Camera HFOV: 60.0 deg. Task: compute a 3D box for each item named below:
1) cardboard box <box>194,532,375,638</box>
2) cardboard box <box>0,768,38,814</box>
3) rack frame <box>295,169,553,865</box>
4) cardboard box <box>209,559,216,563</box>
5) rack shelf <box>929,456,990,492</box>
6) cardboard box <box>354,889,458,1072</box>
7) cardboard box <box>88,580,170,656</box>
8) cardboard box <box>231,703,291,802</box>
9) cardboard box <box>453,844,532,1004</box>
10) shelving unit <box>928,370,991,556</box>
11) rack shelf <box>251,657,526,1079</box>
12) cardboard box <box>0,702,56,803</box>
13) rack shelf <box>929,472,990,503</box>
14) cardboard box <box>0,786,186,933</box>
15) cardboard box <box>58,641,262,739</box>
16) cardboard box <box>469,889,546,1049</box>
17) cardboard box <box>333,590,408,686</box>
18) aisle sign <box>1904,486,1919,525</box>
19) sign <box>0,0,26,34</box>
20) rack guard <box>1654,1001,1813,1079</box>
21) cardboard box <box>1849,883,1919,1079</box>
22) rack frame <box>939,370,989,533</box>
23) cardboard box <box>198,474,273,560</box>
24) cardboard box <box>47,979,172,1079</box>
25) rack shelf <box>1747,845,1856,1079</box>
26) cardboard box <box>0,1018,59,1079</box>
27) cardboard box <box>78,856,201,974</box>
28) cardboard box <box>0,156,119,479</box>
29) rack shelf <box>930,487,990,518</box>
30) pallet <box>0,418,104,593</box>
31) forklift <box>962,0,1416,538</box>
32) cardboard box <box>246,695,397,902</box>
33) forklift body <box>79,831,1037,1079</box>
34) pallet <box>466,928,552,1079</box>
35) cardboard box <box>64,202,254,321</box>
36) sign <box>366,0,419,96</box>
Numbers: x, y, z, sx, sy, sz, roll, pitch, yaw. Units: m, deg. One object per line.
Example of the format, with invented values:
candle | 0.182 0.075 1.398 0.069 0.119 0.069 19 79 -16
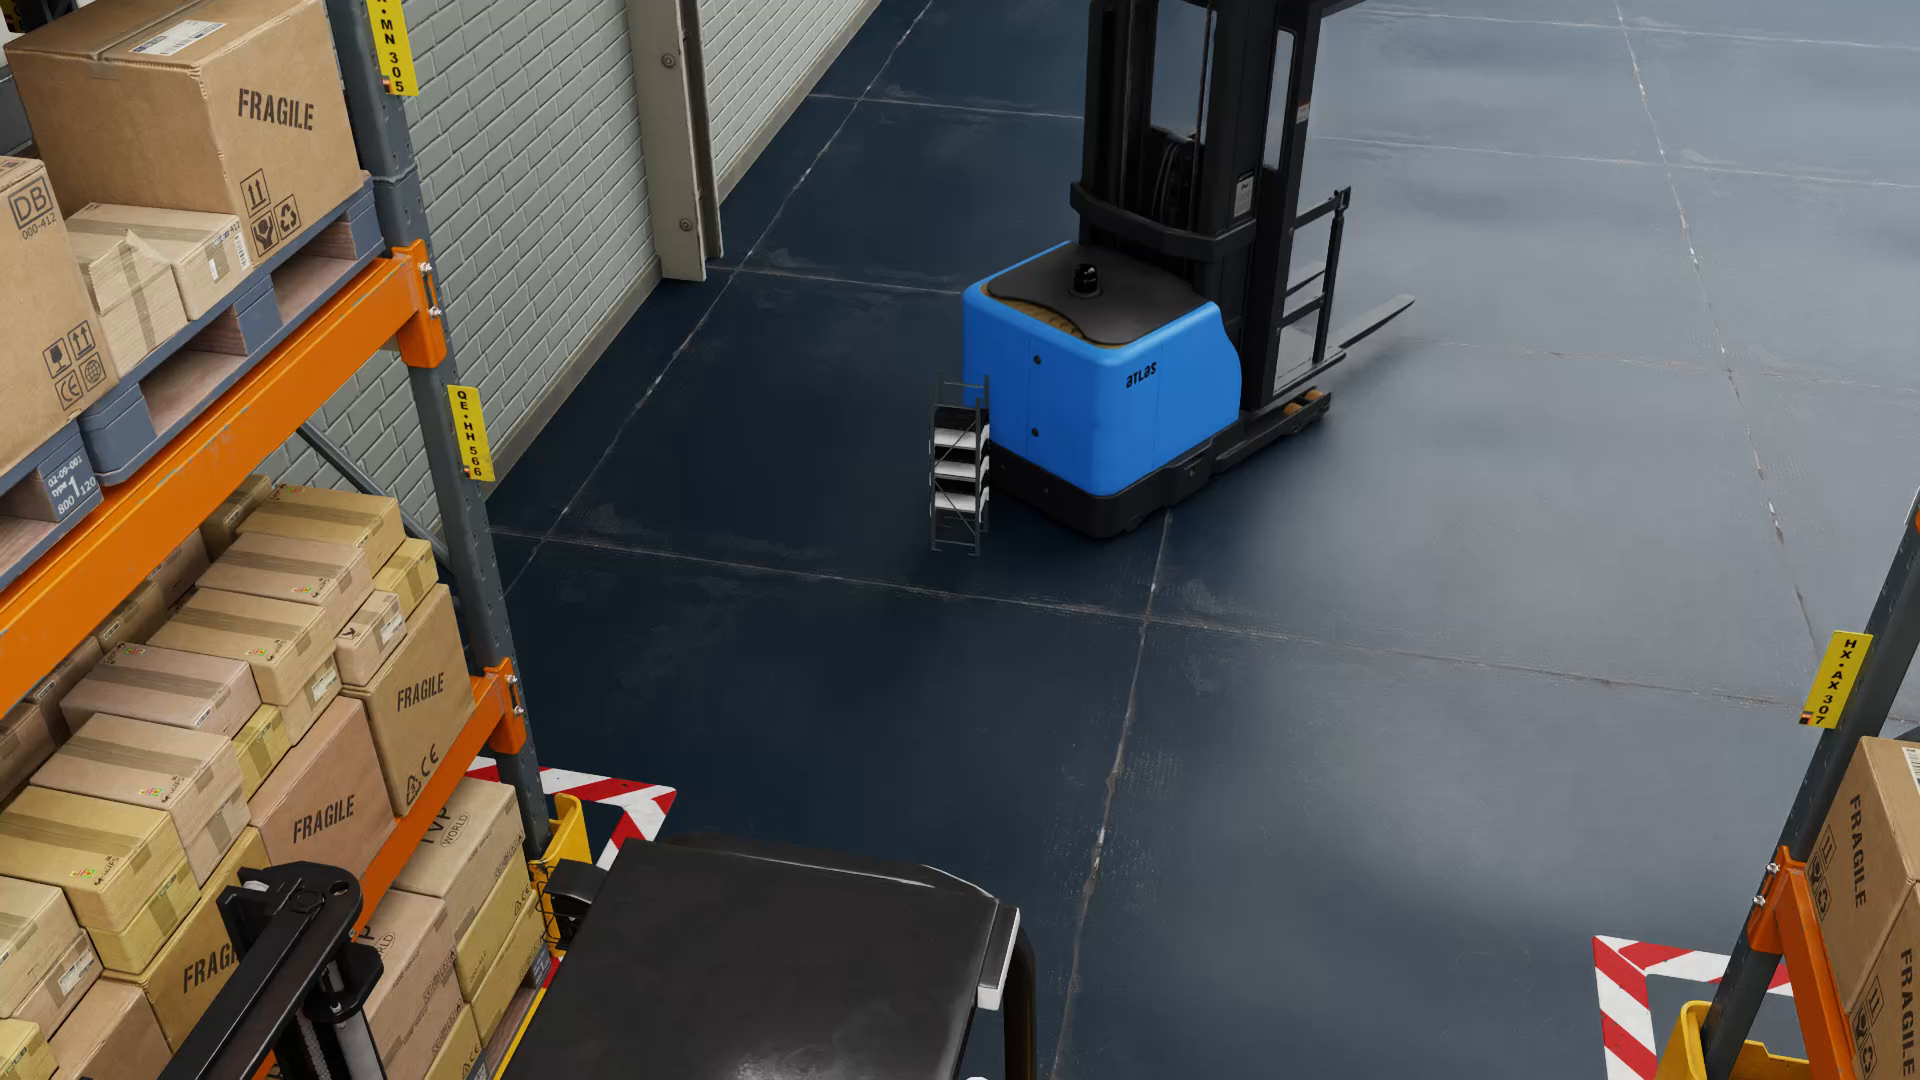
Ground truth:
cardboard box | -1.874 0.127 4.627 0.380 0.149 0.250 7 37 10
cardboard box | -2.597 0.607 4.219 0.380 0.149 0.250 8 37 10
rack frame | -1.981 0.174 5.454 1.000 3.000 0.127 7 37 10
cardboard box | -2.307 0.033 5.011 0.380 0.149 0.250 6 36 9
rack shelf | -0.002 -0.333 7.999 0.258 0.077 0.200 7 37 10
cardboard box | -1.878 1.309 5.021 0.500 0.250 0.500 8 37 11
cardboard box | -2.393 0.215 4.506 0.380 0.149 0.250 8 37 11
cardboard box | -1.987 0.537 4.316 0.380 0.149 0.250 7 37 10
cardboard box | -1.780 1.233 5.552 0.500 0.250 0.500 7 36 9
shelving unit | -0.002 -0.360 7.980 0.258 0.900 0.210 7 37 10
rack shelf | -2.409 1.612 4.083 1.077 0.370 4.000 7 37 10
cardboard box | -2.492 0.509 4.100 0.380 0.149 0.250 8 37 11
rack shelf | -0.002 -0.260 8.052 0.258 0.077 0.200 7 37 10
cardboard box | -2.027 0.726 3.800 0.380 0.149 0.250 8 37 11
cardboard box | -2.030 0.414 4.231 0.380 0.149 0.250 8 37 10
cardboard box | -1.773 1.426 5.711 0.500 0.250 0.500 8 37 10
cardboard box | -1.807 0.255 4.704 0.380 0.149 0.250 8 37 11
aisle sign | 2.579 -0.333 3.938 0.394 0.787 0.004 7 37 10
sign | -2.522 -1.500 4.395 0.100 0.325 0.005 7 37 10
rack guard | 2.852 1.850 5.272 1.175 0.500 0.348 7 37 10
cardboard box | 2.389 1.167 3.745 0.500 0.500 0.500 8 37 11
rack frame | 0.020 -0.418 8.060 0.240 0.900 0.006 7 37 10
cardboard box | -2.262 -0.084 4.918 0.380 0.149 0.250 7 36 9
cardboard box | -2.156 1.328 3.776 0.500 0.500 0.500 8 37 10
rack shelf | 2.441 2.232 3.228 1.077 0.370 4.000 7 37 10
cardboard box | -2.161 1.130 3.497 0.380 0.149 0.250 7 36 9
cardboard box | -2.032 0.843 3.893 0.380 0.149 0.250 8 37 10
cardboard box | -2.154 -0.433 3.207 0.700 0.500 0.500 8 37 10
rack shelf | -0.002 -0.187 8.105 0.258 0.077 0.200 7 37 10
pallet | -2.416 0.099 3.077 1.003 0.211 1.213 7 37 10
forklift | 1.395 -1.956 8.451 3.031 2.935 1.130 -30 46 -35
cardboard box | -1.950 0.745 4.581 0.500 0.500 0.500 8 37 11
forklift body | -0.604 1.833 3.888 2.313 2.155 1.214 7 37 10
pallet | -2.104 1.747 5.660 1.003 0.211 1.213 7 37 10
cardboard box | -1.862 -0.636 3.787 0.380 0.149 0.250 6 36 9
sign | -1.454 -1.291 4.232 0.100 0.325 0.005 7 37 10
